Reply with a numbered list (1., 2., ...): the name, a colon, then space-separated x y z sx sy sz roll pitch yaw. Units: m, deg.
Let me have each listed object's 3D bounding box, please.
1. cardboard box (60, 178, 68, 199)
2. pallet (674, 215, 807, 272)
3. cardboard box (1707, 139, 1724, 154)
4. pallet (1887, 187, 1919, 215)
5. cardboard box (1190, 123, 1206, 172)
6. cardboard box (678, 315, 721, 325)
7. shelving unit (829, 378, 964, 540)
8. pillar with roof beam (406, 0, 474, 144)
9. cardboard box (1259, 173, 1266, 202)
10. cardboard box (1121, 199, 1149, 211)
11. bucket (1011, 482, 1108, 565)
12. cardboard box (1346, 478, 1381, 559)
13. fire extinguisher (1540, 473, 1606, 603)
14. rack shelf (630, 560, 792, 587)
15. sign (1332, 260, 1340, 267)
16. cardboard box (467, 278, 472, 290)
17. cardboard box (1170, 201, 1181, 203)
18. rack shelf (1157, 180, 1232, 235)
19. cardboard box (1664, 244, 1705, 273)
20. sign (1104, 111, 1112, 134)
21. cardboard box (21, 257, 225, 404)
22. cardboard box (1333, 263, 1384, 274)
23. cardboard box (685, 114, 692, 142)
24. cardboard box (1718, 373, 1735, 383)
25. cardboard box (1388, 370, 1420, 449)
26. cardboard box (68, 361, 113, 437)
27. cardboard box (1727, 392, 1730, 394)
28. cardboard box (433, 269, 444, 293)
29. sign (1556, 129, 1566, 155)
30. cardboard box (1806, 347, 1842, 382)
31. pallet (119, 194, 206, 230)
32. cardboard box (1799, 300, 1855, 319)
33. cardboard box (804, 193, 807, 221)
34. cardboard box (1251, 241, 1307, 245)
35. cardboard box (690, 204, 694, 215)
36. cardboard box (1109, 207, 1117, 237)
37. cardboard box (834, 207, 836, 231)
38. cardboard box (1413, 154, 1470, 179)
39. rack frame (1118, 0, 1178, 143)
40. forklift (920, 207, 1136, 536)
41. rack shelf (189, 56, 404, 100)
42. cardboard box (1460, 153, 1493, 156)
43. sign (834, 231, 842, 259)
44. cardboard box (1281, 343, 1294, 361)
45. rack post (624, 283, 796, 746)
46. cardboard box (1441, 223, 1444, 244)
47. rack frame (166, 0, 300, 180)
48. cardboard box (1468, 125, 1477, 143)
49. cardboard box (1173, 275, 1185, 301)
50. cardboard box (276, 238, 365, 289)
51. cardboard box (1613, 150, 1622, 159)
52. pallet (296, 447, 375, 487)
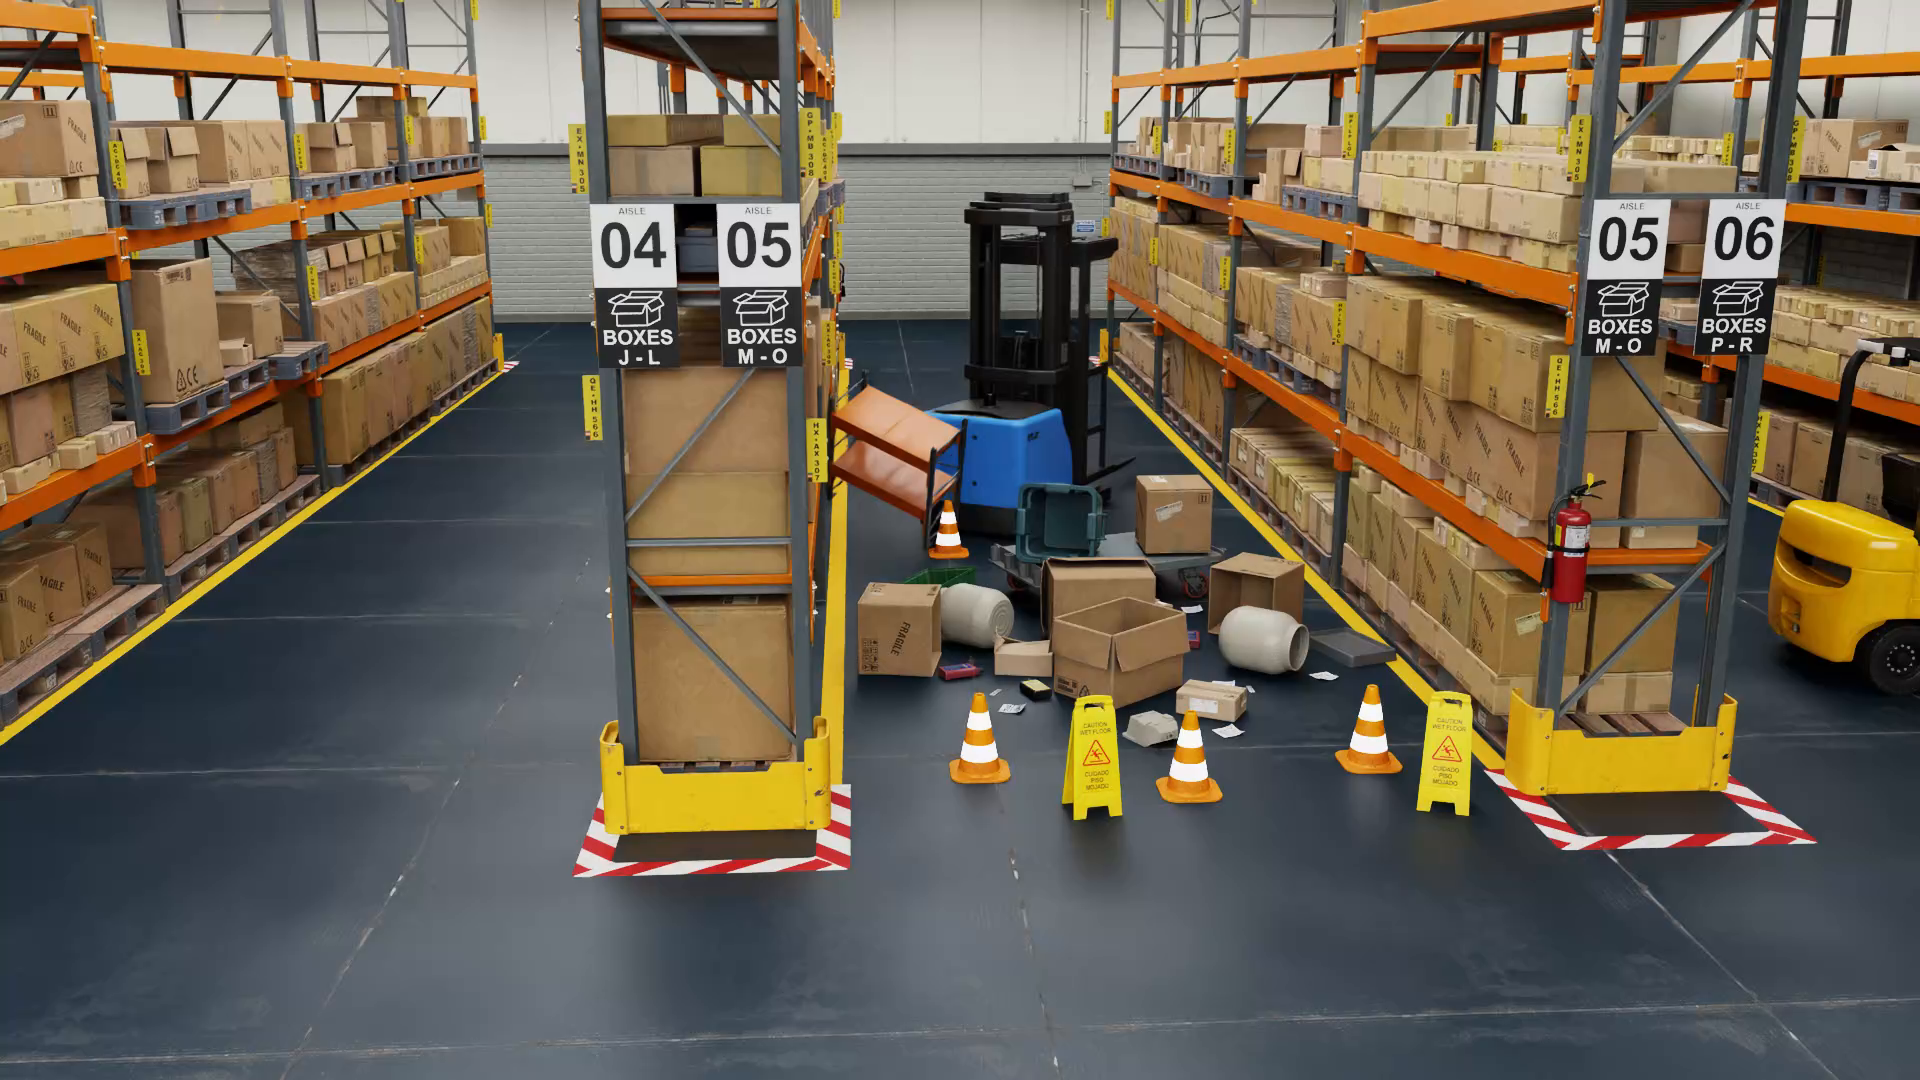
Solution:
1. cardboard box: -6.243 -2.358 11.150 0.380 0.149 0.250 -1 14 -3
2. pallet: -1.329 -1.579 8.803 1.003 0.211 1.213 -1 14 -3
3. cardboard box: 7.892 -4.019 17.012 0.380 0.149 0.250 -1 14 -5
4. pallet: 8.300 -2.738 13.514 0.805 0.209 1.217 -1 15 -6
5. cardboard box: 2.767 -4.215 17.825 0.500 0.500 0.500 -1 14 -3
6. cardboard box: -1.445 -1.080 10.237 0.875 0.550 0.500 -1 14 -3
7. shelving unit: -0.546 -0.673 14.045 1.030 0.981 0.538 27 48 21
8. pillar with roof beam: -7.218 -6.818 22.968 0.949 2.616 0.053 -1 14 -3
9. cardboard box: 3.031 -3.320 15.658 0.396 0.266 0.258 -1 14 -3
10. cardboard box: 2.439 -4.625 22.972 0.380 0.149 0.250 -1 14 -5
11. bucket: 0.789 -0.133 12.541 0.726 0.611 0.620 4 5 16
12. cardboard box: 3.181 -0.166 12.321 0.500 0.500 0.500 0 14 -1
13. fire extinguisher: 3.209 -0.014 8.715 0.296 0.674 0.183 -1 14 -3
14. rack shelf: -1.397 -0.264 10.439 0.919 0.052 3.809 -1 14 -3
15. sign: 3.707 -2.610 16.484 0.100 0.325 0.005 -1 14 -3
16. cardboard box: -6.805 -3.454 22.435 0.380 0.149 0.250 -1 14 -5
17. cardboard box: 3.026 -4.510 22.527 0.390 0.149 0.265 -1 14 -4
18. rack shelf: 3.042 -3.678 18.226 1.077 0.370 4.000 -1 14 -3
19. cardboard box: 3.965 -1.505 8.842 0.380 0.149 0.250 -1 14 -3
20. sign: 2.116 -5.973 23.790 0.100 0.325 0.005 -1 14 -3
21. cardboard box: -6.387 -1.622 12.765 1.000 1.000 1.000 -1 14 -3
22. cardboard box: 3.462 -1.345 12.516 1.101 1.008 5.200 -2 15 -6
23. cardboard box: -1.694 -2.285 9.229 0.380 0.149 0.250 -1 14 -3
24. cardboard box: 8.313 -1.723 18.073 0.380 0.149 0.250 -1 14 -3
25. cardboard box: 3.235 -0.911 11.249 0.500 0.500 0.500 -1 14 -4
26. cardboard box: -6.511 -1.008 11.628 0.875 0.500 0.500 -1 14 -3
27. cardboard box: 8.363 -1.378 18.037 0.500 0.500 0.500 -1 14 -3
28. cardboard box: -6.767 -3.234 20.781 0.500 0.250 0.500 -1 14 -4
29. sign: 7.331 -4.842 20.267 0.100 0.325 0.005 -1 14 -3
30. cardboard box: 7.999 -1.585 14.968 0.500 0.250 0.500 0 14 -2
31. pallet: -6.409 -2.446 12.369 1.213 0.211 1.003 -1 14 -3
32. cardboard box: 7.936 -2.112 15.212 0.380 0.149 0.250 -1 14 -2
33. cardboard box: -0.991 -1.722 8.639 0.380 0.149 0.250 -1 14 -3
34. cardboard box: 3.339 -2.859 17.410 0.500 0.500 0.500 -1 14 -3
35. cardboard box: -1.695 -1.899 9.327 0.380 0.149 0.250 -1 14 -4
36. cardboard box: 2.416 -4.475 23.692 0.500 0.500 0.500 -1 14 -5
37. cardboard box: -1.849 -4.017 21.314 0.500 0.500 0.500 -1 14 -3
38. cardboard box: 3.215 -2.459 10.947 0.380 0.149 0.250 -1 14 -5
39. rack frame: 2.673 -6.971 23.562 0.949 2.616 0.053 -1 14 -3
40. forklift: 0.788 -1.721 15.512 1.129 2.843 3.031 8 16 27
41. rack shelf: -6.849 -4.784 17.307 1.077 0.370 4.000 -1 14 -3
42. cardboard box: 3.671 -2.594 11.472 0.380 0.149 0.250 -1 14 -2
43. sign: -1.463 -3.540 19.941 0.100 0.325 0.005 -1 14 -3
44. cardboard box: 3.052 -1.672 14.665 0.380 0.149 0.250 0 14 -2
45. rack post: -6.530 -1.935 12.405 10.902 4.420 9.321 -1 14 -3
46. cardboard box: 3.283 -1.947 10.559 0.380 0.149 0.250 -1 14 -3
47. rack frame: -6.725 -4.829 15.235 1.000 3.000 0.127 -1 14 -3
48. cardboard box: 7.414 -5.669 23.220 0.500 0.250 0.500 -1 14 -4
49. cardboard box: 2.729 -2.872 18.966 0.500 0.250 0.500 -1 14 -3
50. cardboard box: -6.840 -2.969 17.830 0.797 0.503 0.637 0 14 -2
51. cardboard box: 7.566 -4.334 18.792 0.380 0.149 0.250 -1 14 -2
52. pallet: -6.699 -0.770 17.096 1.003 0.211 1.213 -1 14 -3
